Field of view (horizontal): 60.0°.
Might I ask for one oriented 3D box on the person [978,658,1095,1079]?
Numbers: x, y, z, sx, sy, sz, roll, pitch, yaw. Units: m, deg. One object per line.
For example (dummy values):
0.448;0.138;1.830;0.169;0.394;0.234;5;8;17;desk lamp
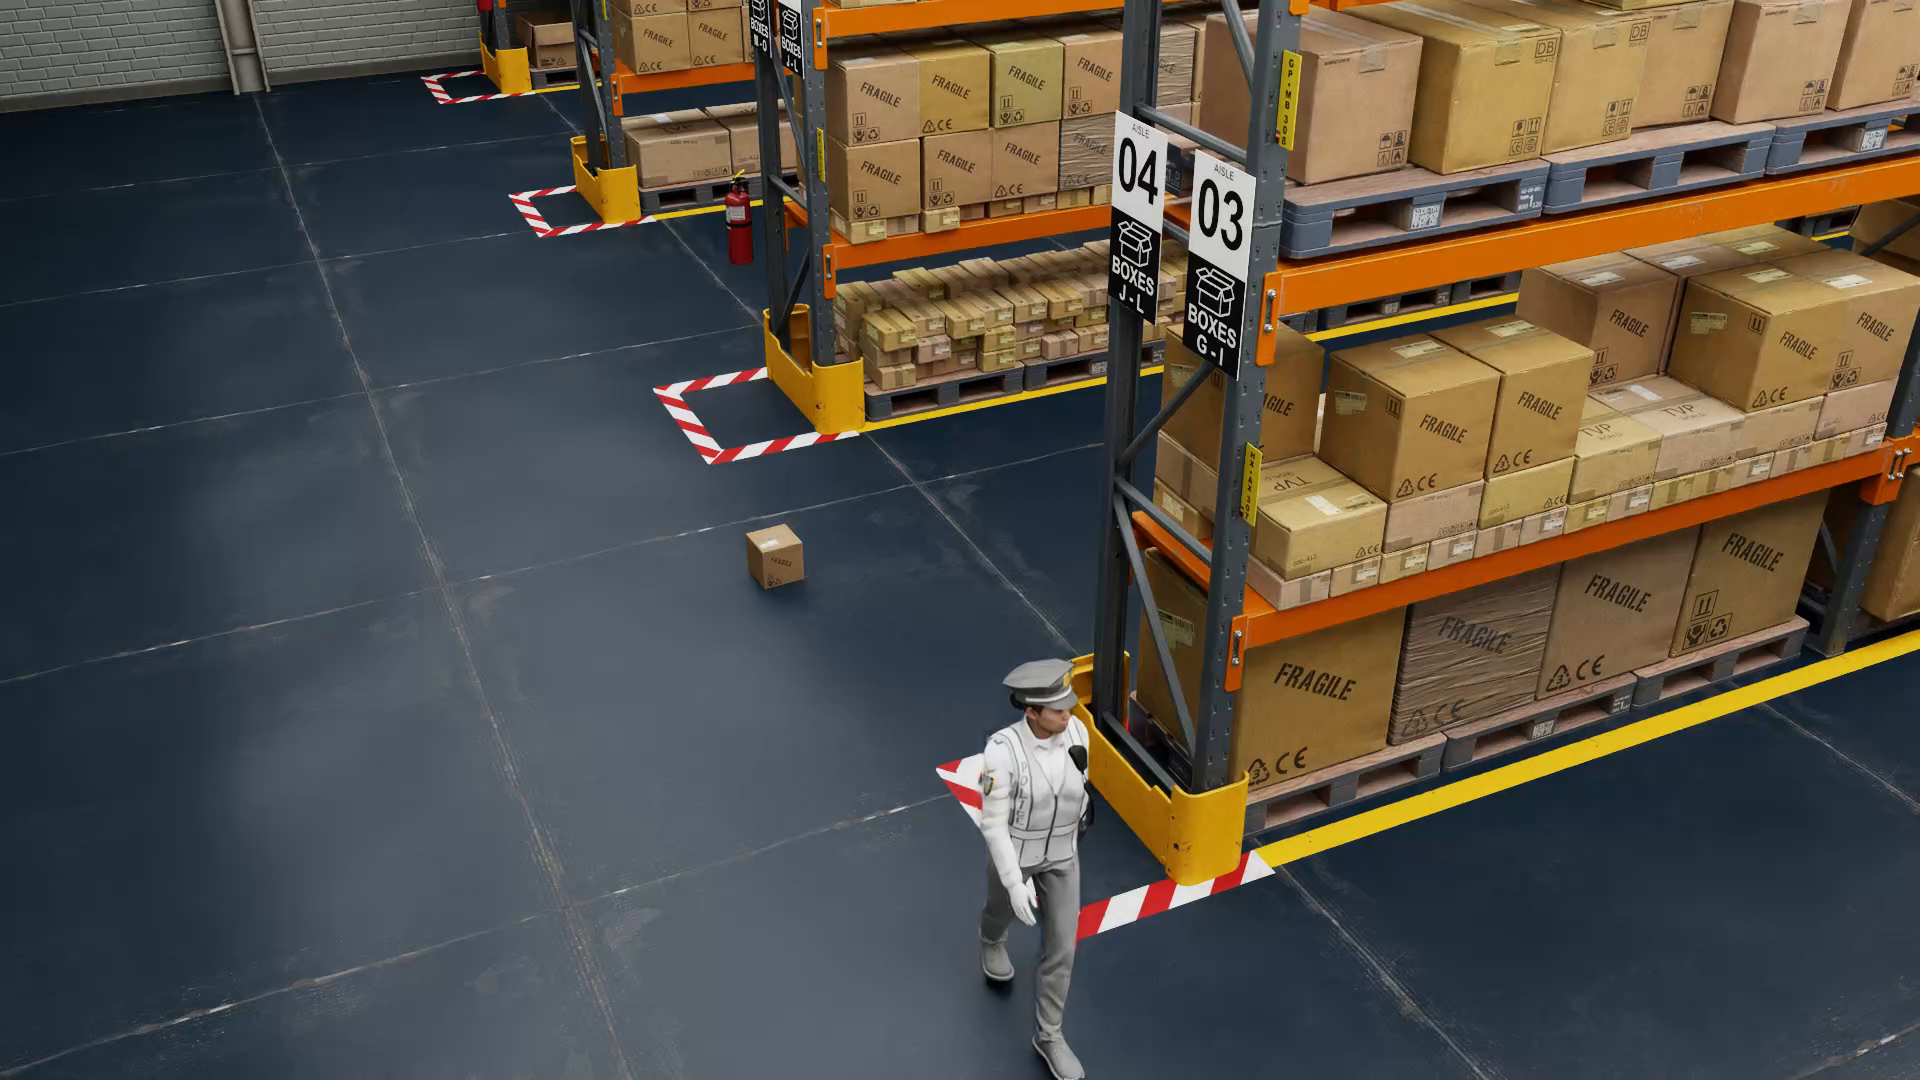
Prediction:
0.300;1.190;6.318;0.502;1.651;0.861;-10;31;-17;person
